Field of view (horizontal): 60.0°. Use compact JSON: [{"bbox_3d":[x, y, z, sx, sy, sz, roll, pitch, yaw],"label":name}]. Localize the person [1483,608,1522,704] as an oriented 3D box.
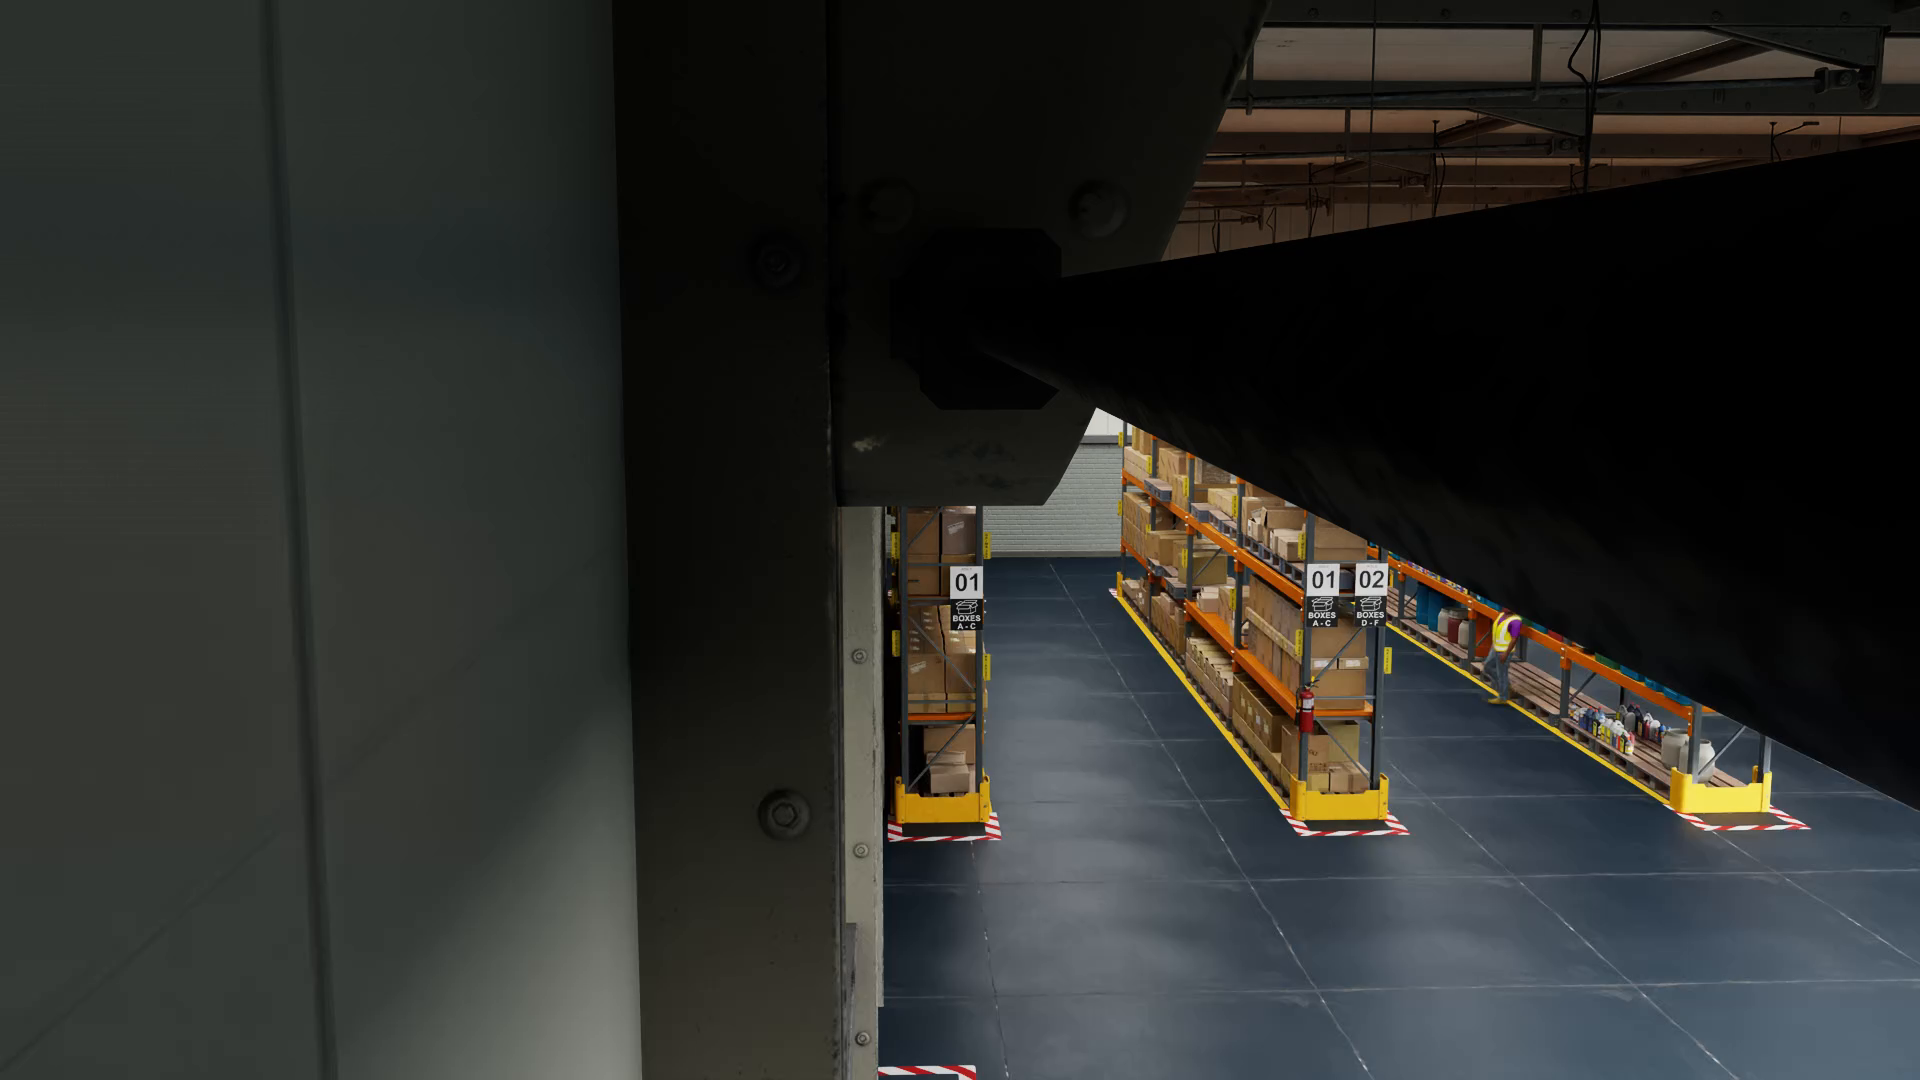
[{"bbox_3d":[8.598,1.749,26.380,0.503,1.755,0.612,1,8,5],"label":"person"}]
